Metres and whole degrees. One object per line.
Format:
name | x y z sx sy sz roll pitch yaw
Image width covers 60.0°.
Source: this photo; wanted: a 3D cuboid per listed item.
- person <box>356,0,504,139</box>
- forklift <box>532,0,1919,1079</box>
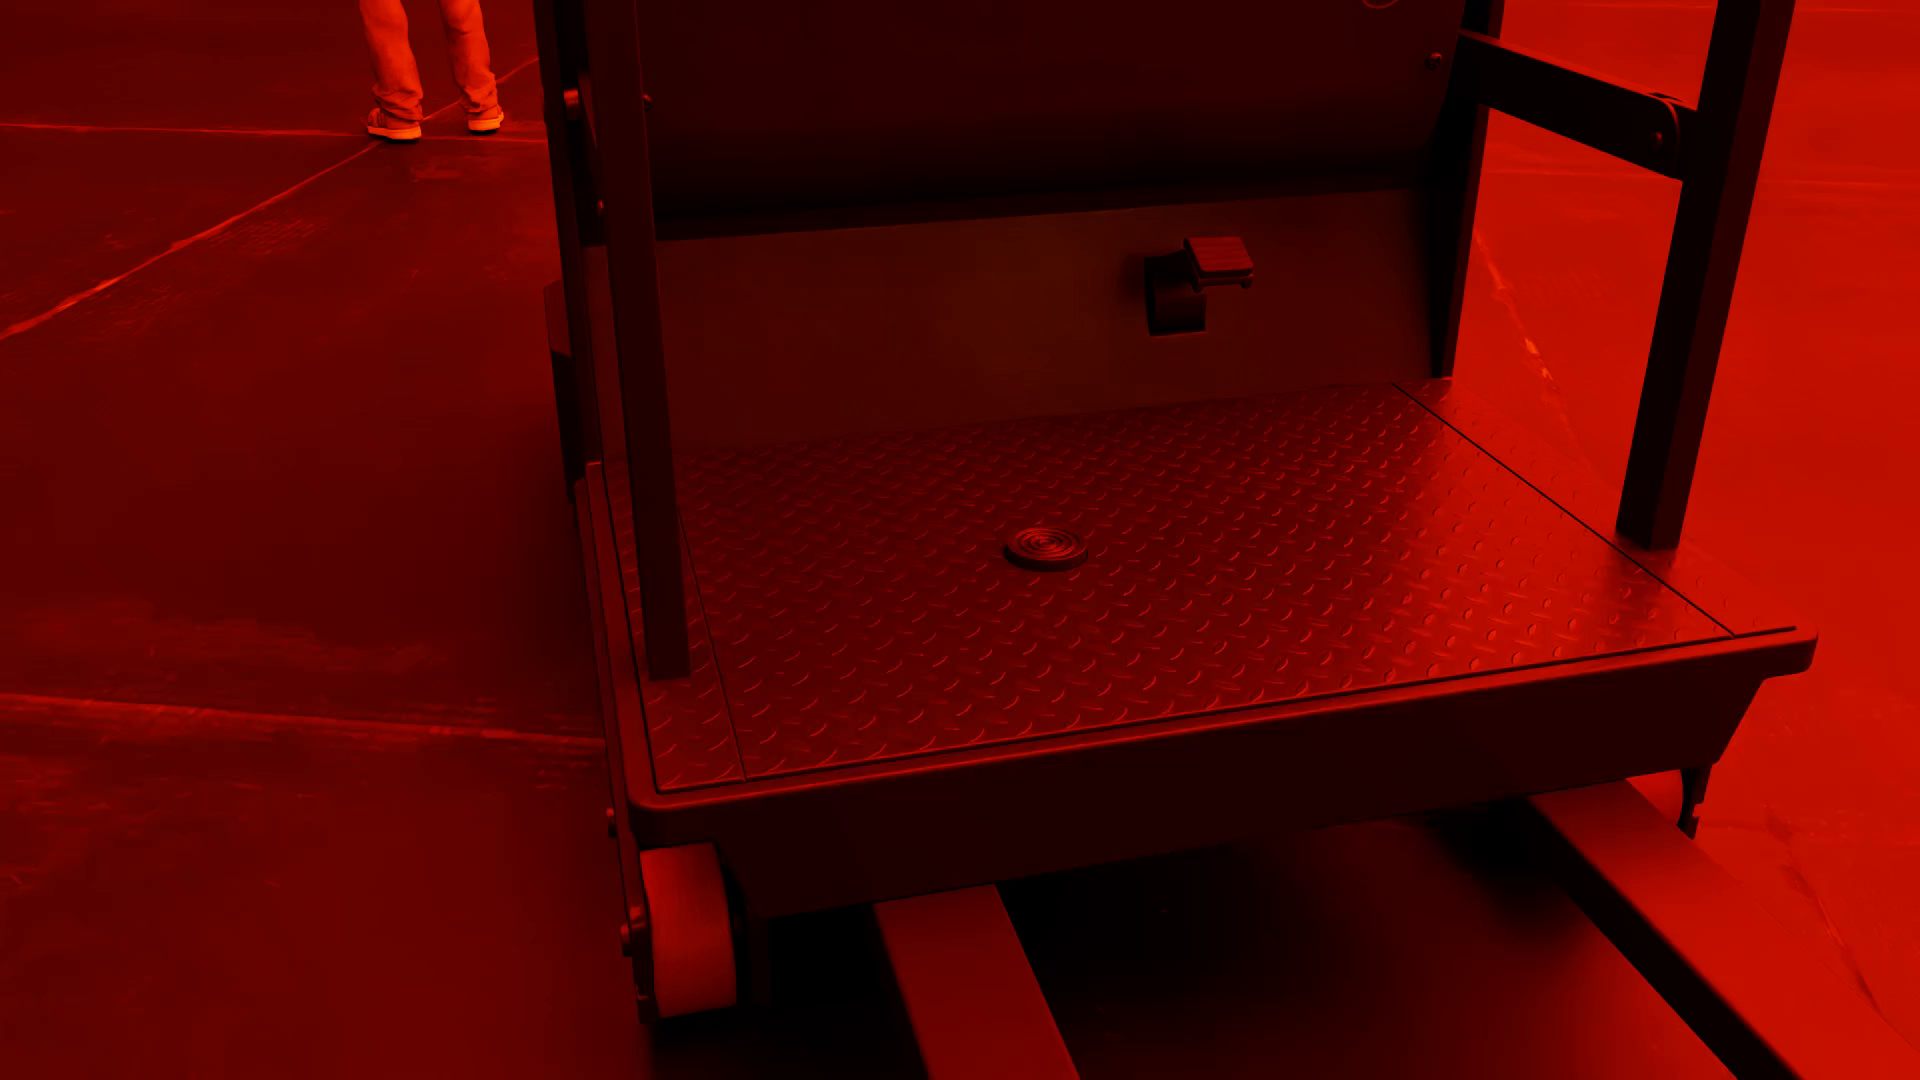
person | -1.555 -1.903 4.533 0.481 1.592 0.347 -16 30 -28
forklift | 0.153 -1.049 1.319 1.130 2.935 3.031 -7 27 -13
